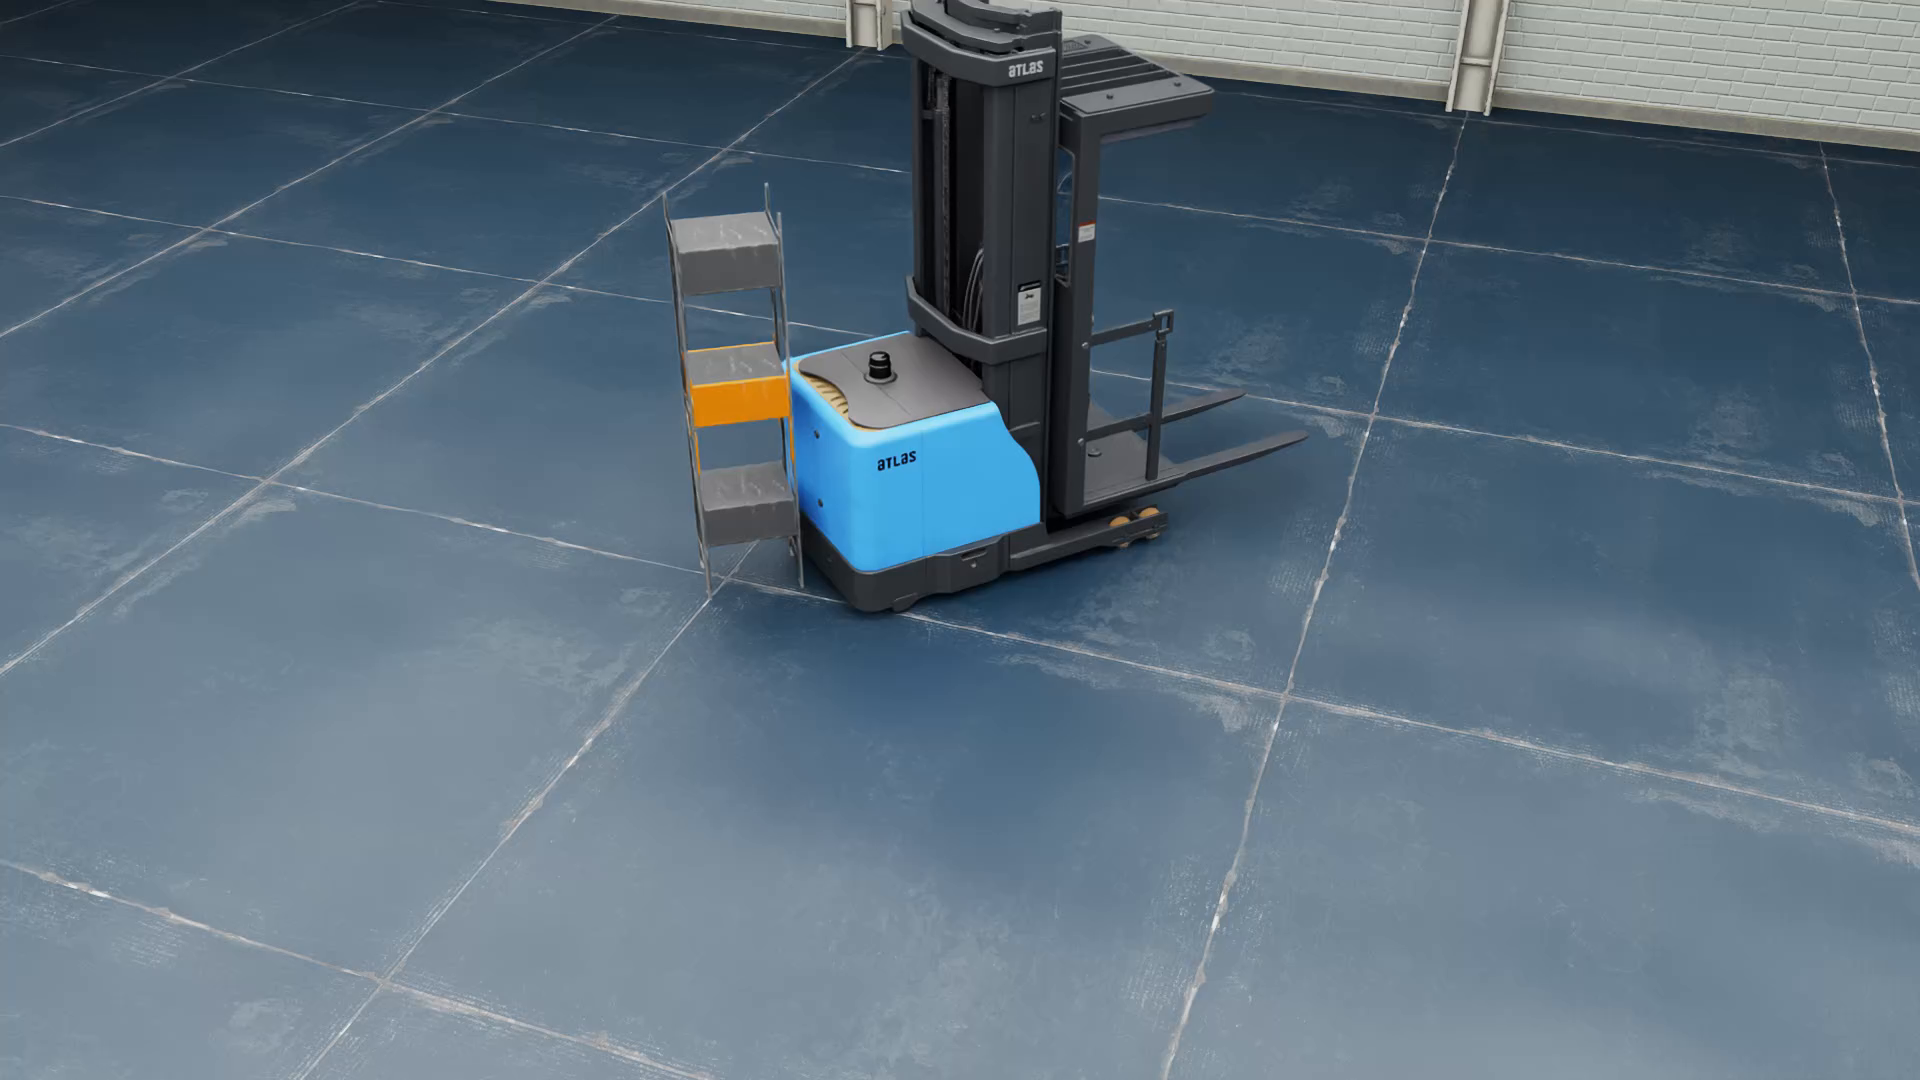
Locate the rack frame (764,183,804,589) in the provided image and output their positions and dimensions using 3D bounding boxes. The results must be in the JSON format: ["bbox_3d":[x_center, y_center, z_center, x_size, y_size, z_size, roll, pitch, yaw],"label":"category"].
[{"bbox_3d":[-0.885,-0.730,8.413,0.015,2.100,0.400,-8,34,-12],"label":"rack frame"}]

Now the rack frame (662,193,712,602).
[{"bbox_3d":[-1.357,-0.664,8.310,0.015,2.100,0.400,-8,34,-12],"label":"rack frame"}]

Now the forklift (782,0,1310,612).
[{"bbox_3d":[0.572,-1.425,8.723,3.031,2.935,1.130,-17,36,-24],"label":"forklift"}]

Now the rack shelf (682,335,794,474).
[{"bbox_3d":[-1.121,-0.685,8.369,0.480,0.518,0.431,-8,34,-12],"label":"rack shelf"}]

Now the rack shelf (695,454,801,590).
[{"bbox_3d":[-1.121,-0.097,8.749,0.480,0.518,0.431,-8,34,-12],"label":"rack shelf"}]

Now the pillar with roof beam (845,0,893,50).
[{"bbox_3d":[-2.381,-6.684,11.275,0.400,9.000,9.100,11,34,16],"label":"pillar with roof beam"}]

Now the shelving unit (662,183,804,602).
[{"bbox_3d":[-1.121,-0.697,8.362,0.503,2.100,0.431,-8,34,-12],"label":"shelving unit"}]

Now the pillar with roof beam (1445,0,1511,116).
[{"bbox_3d":[3.267,-5.586,9.574,0.400,9.000,9.100,11,34,16],"label":"pillar with roof beam"}]

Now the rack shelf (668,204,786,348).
[{"bbox_3d":[-1.121,-1.274,7.989,0.480,0.518,0.431,-8,34,-12],"label":"rack shelf"}]
